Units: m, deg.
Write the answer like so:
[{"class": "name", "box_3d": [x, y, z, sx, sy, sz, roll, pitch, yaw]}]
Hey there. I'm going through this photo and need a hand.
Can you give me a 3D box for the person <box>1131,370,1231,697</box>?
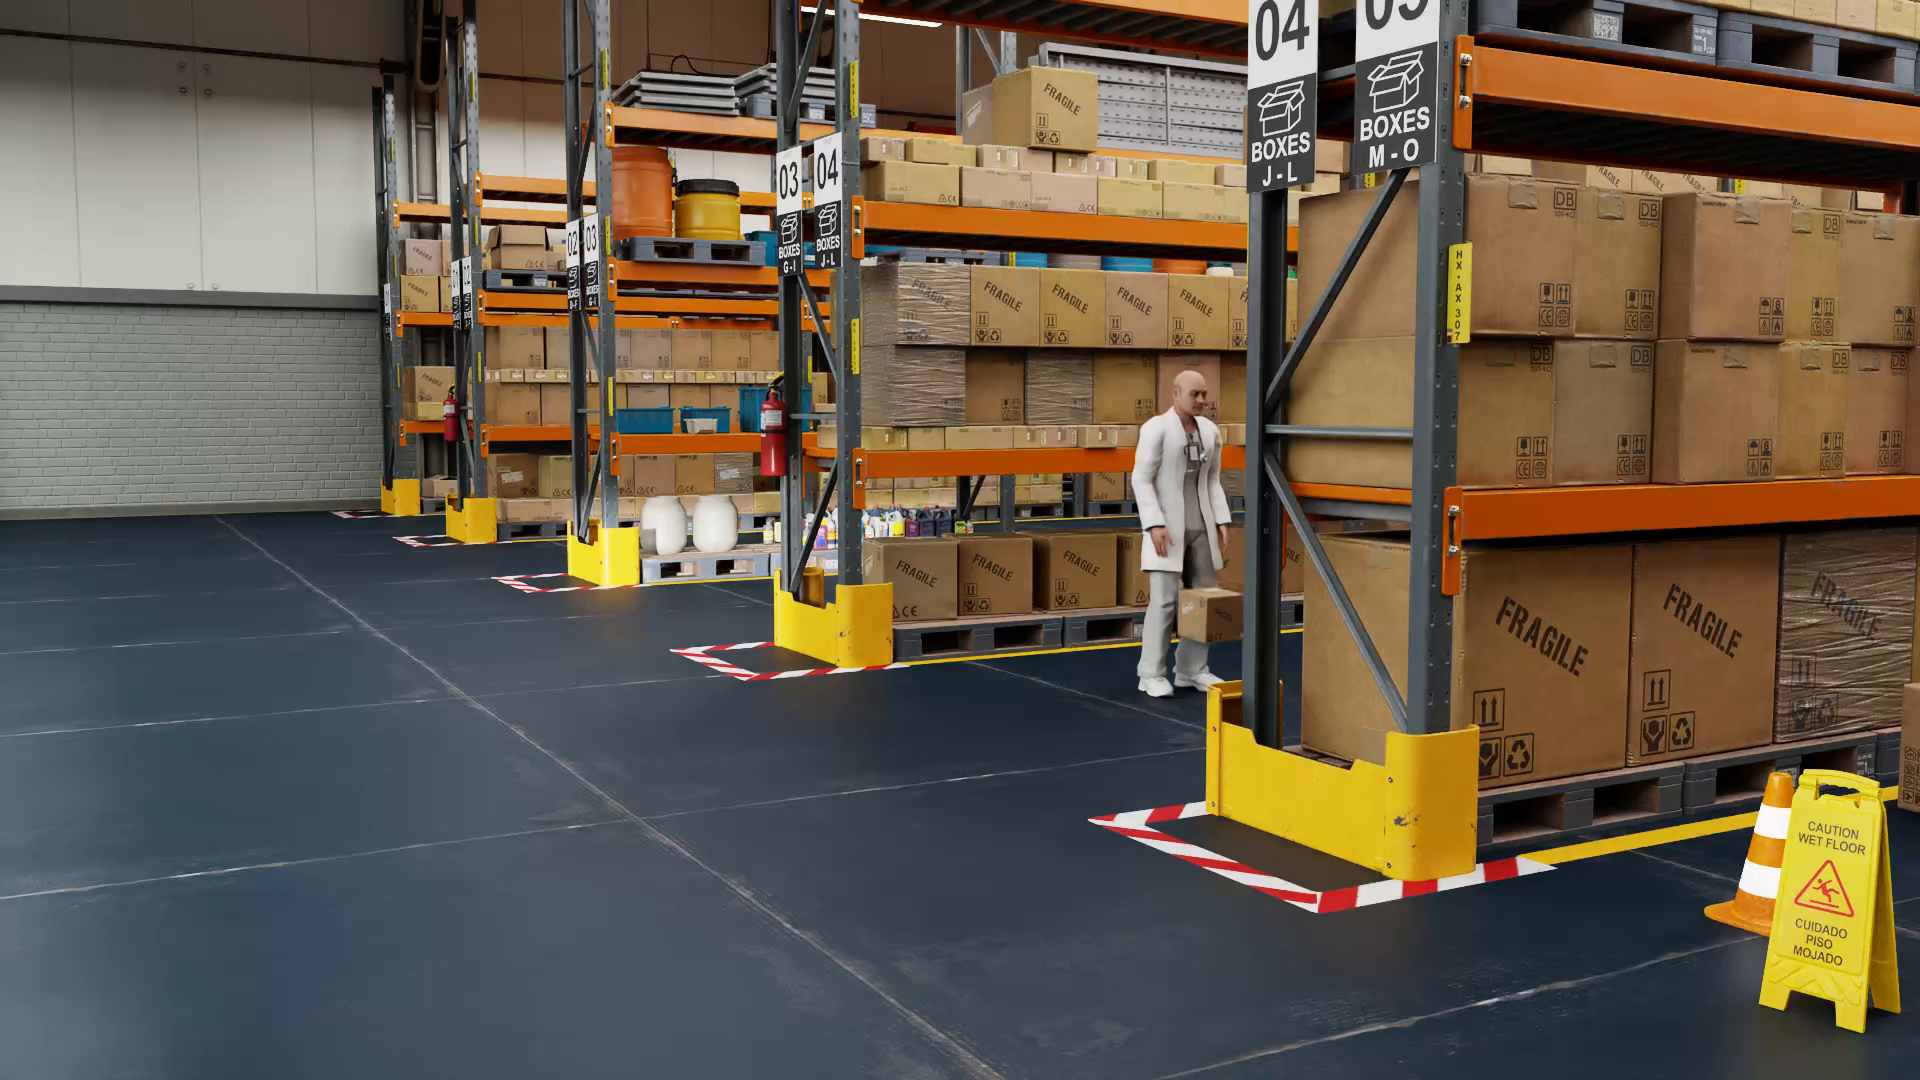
[{"class": "person", "box_3d": [1.233, -0.045, 9.196, 0.594, 1.777, 0.422, -3, 6, -30]}]
